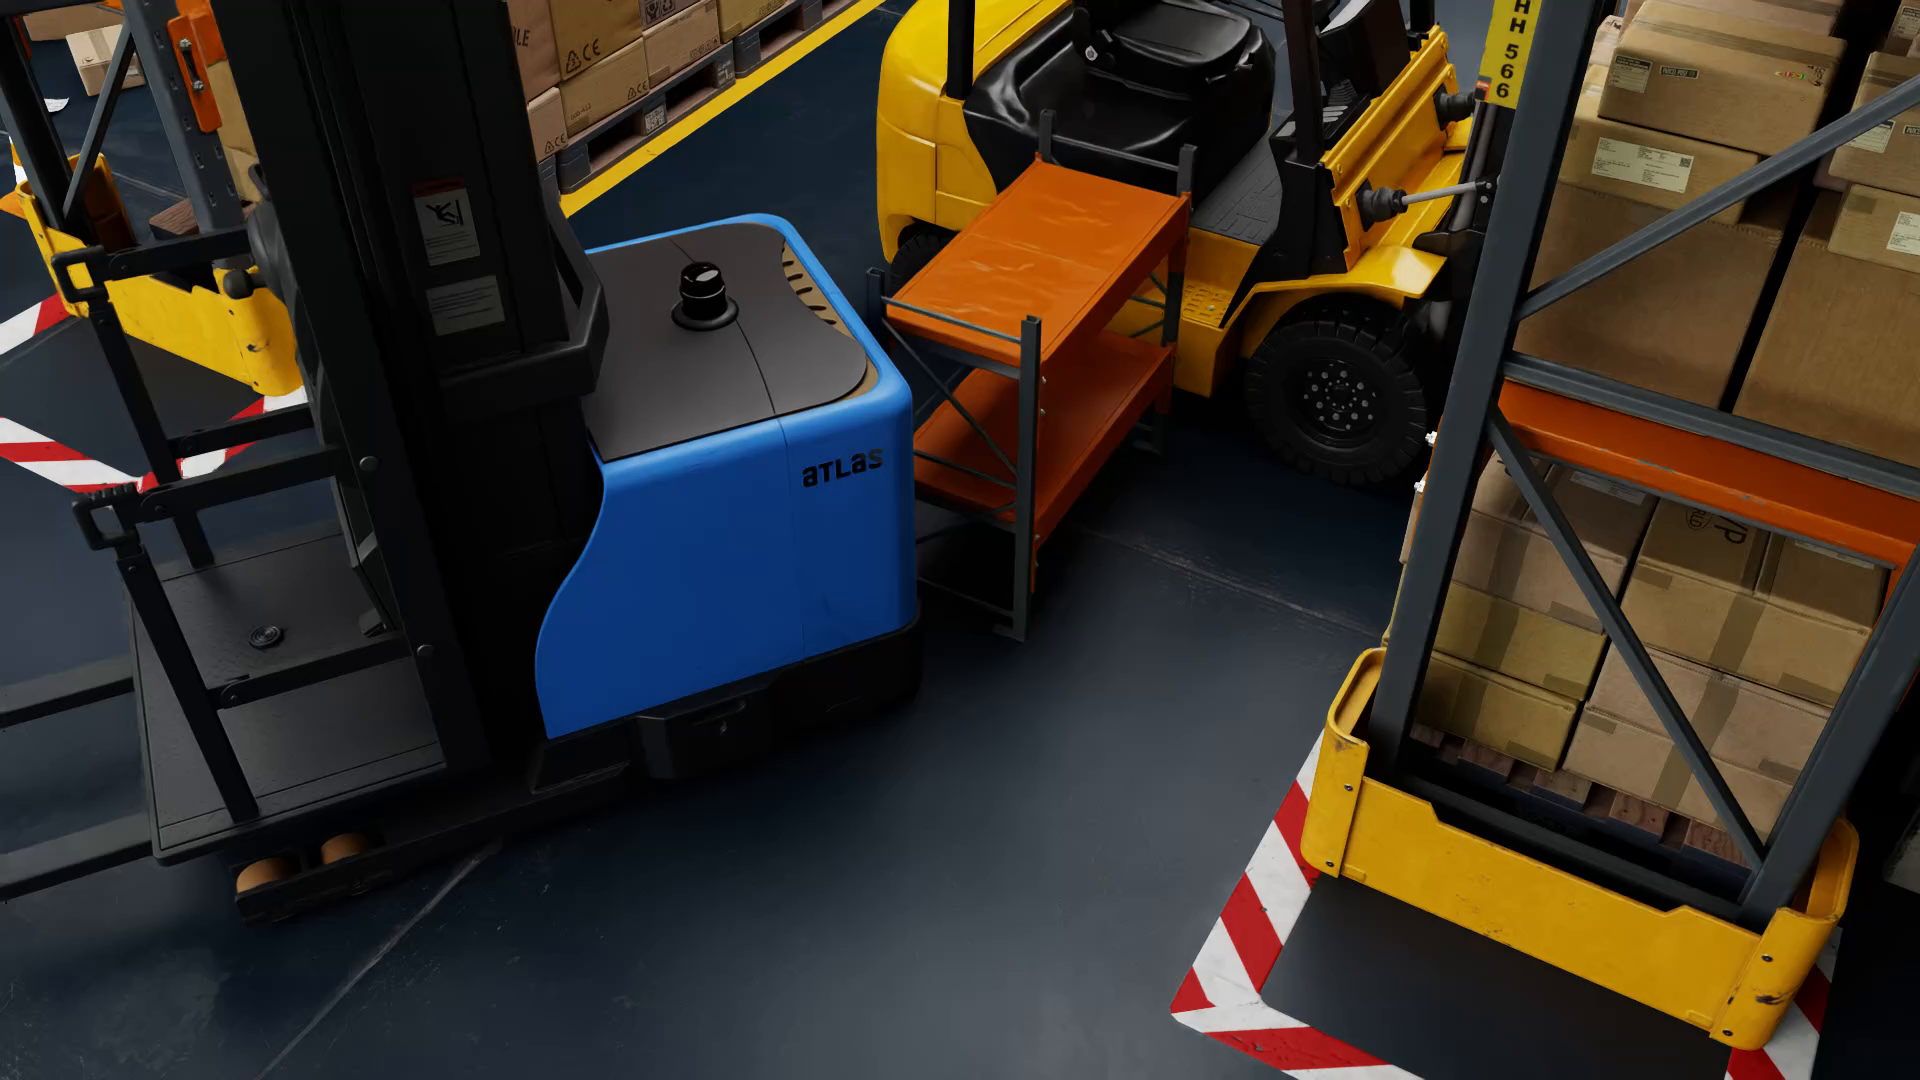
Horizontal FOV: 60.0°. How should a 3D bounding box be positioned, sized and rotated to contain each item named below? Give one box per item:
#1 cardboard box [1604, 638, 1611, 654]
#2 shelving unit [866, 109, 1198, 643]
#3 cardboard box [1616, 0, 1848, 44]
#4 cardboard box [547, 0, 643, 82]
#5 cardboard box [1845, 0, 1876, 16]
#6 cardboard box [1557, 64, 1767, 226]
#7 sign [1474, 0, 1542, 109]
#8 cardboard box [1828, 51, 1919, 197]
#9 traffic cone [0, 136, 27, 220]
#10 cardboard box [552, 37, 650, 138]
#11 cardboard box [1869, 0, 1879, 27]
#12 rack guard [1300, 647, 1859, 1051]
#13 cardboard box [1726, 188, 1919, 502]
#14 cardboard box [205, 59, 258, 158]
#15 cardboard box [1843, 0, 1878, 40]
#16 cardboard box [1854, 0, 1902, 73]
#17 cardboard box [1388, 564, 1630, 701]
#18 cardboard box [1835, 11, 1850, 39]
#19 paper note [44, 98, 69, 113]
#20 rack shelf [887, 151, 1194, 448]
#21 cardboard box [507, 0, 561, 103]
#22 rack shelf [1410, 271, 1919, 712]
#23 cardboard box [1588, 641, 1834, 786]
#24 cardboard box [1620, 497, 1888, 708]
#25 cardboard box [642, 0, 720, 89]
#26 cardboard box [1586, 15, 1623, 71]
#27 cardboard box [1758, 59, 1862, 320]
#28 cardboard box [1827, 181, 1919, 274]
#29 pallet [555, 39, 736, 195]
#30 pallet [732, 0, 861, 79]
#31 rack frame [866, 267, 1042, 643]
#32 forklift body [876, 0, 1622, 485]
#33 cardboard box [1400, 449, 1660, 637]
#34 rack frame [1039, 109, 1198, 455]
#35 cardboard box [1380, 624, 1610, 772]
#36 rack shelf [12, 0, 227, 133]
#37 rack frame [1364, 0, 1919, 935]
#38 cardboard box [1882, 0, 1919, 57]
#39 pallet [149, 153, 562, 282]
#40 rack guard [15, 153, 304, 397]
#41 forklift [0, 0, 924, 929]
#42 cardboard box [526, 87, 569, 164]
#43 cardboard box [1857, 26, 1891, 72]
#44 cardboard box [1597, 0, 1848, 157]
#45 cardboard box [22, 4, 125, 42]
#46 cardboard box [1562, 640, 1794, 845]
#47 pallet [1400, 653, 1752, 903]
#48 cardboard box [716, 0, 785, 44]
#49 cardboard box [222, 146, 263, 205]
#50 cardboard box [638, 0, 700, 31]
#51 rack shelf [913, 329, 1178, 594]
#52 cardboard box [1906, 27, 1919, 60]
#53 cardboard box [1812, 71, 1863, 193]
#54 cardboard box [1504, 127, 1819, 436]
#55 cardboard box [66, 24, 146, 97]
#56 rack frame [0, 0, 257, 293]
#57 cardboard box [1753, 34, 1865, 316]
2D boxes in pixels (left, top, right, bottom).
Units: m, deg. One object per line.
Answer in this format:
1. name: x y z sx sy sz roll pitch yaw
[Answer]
1. cardboard box: 1.685 0.000 4.743 0.500 0.250 0.500 21 45 22
2. shelving unit: 0.223 -0.501 4.967 0.538 1.125 1.048 20 45 21
3. cardboard box: 1.559 -1.038 3.368 0.380 0.149 0.250 21 46 22
4. cardboard box: -1.663 -2.235 6.714 0.500 0.500 0.500 22 46 23
5. cardboard box: 1.856 -1.315 3.682 0.380 0.149 0.250 21 46 22
6. cardboard box: 1.397 -0.792 3.313 0.380 0.149 0.250 22 46 23
7. sign: 1.003 -0.930 2.982 0.100 0.325 0.005 21 45 22
8. cardboard box: 1.819 -0.734 3.022 0.380 0.149 0.250 20 45 21
9. traffic cone: -3.735 -1.580 6.694 0.336 0.463 0.334 21 45 22
10. cardboard box: -1.666 -1.961 6.970 0.500 0.250 0.500 24 47 25
11. cardboard box: 2.521 -1.785 4.931 0.500 0.500 0.500 20 45 22
12. rack guard: 1.454 0.732 4.040 1.175 0.500 0.348 21 45 22
13. cardboard box: 1.954 -0.449 3.414 0.500 0.500 0.500 22 46 23
14. cardboard box: -2.658 -1.811 6.232 0.500 0.500 0.500 21 46 22
15. cardboard box: 2.009 -1.213 4.282 0.500 0.500 0.500 20 45 21
16. cardboard box: 2.444 -1.043 4.090 0.500 0.500 0.500 20 45 22
17. cardboard box: 1.439 0.085 4.268 0.500 0.250 0.500 20 45 22
18. cardboard box: 1.816 -1.214 3.792 0.380 0.149 0.250 21 45 22
19. paper note: -4.084 -1.944 7.434 0.148 0.019 0.142 7 42 8
20. rack shelf: 0.223 -0.720 4.774 0.538 0.278 1.000 20 45 21
21. cardboard box: -1.921 -1.951 6.391 0.500 0.500 0.500 19 45 21
22. rack shelf: 2.467 -1.094 4.767 1.077 0.370 4.000 21 45 22
23. cardboard box: 1.881 0.267 4.062 0.500 0.250 0.500 22 46 23
24. cardboard box: 1.870 0.067 3.910 0.500 0.250 0.500 20 45 21
25. cardboard box: -1.411 -2.249 7.297 0.500 0.250 0.500 22 46 23
26. cardboard box: 1.499 -0.948 3.490 0.380 0.149 0.250 22 46 23
27. cardboard box: 2.196 -0.754 3.761 0.500 0.500 0.500 22 46 23
28. cardboard box: 1.860 -0.609 3.105 0.380 0.149 0.250 20 45 21
29. pallet: -1.747 -2.005 7.367 1.003 0.211 1.213 21 45 22
30. pallet: -1.137 -2.705 8.162 1.003 0.211 1.213 21 45 22
31. rack frame: -0.020 -0.206 4.633 0.500 1.125 0.032 20 45 21
32. forklift body: 0.835 -1.589 5.427 2.313 2.155 1.214 21 45 22
33. cardboard box: 1.426 -0.087 4.086 0.500 0.250 0.500 22 46 23
34. rack frame: 0.467 -0.795 5.302 0.500 1.125 0.032 20 45 21
35. cardboard box: 1.428 0.281 4.424 0.500 0.250 0.500 21 46 22
36. rack shelf: -1.833 -2.733 6.629 1.077 0.370 4.000 21 45 22
37. rack frame: 1.466 -0.220 3.230 1.000 3.000 0.127 21 45 22
38. cardboard box: 2.099 -1.028 3.356 0.380 0.149 0.250 22 46 23
39. pallet: -2.358 -1.309 6.577 1.003 0.211 1.213 21 45 22
40. rack guard: -2.795 -0.964 5.967 1.175 0.500 0.348 21 45 22
41. forklift: -1.665 -0.544 3.650 3.031 2.935 1.130 -17 44 -18
42. cardboard box: -1.928 -1.644 6.610 0.500 0.250 0.500 23 46 24
43. cardboard box: 2.061 -0.914 3.452 0.380 0.149 0.250 20 45 21
44. cardboard box: 1.463 -0.887 3.196 0.380 0.149 0.250 21 46 22
45. cardboard box: -4.146 -2.765 8.008 0.797 0.503 0.637 -7 42 -7
46. cardboard box: 1.881 0.438 4.245 0.500 0.250 0.500 21 46 22
47. pallet: 1.812 0.375 4.664 1.003 0.211 1.213 21 45 22
48. cardboard box: -1.153 -2.538 7.625 0.500 0.250 0.500 20 45 21
49. cardboard box: -2.650 -1.550 6.503 0.500 0.250 0.500 21 45 22
50. cardboard box: -1.403 -2.544 7.064 0.500 0.500 0.500 23 46 24
51. rack shelf: 0.223 -0.317 5.129 0.538 0.278 1.000 20 45 21
52. cardboard box: 2.006 -0.865 3.171 0.380 0.149 0.250 22 46 23
53. cardboard box: 1.929 -0.771 3.290 0.380 0.149 0.250 21 45 22
54. cardboard box: 1.485 -0.626 3.615 0.500 0.500 0.500 20 45 21
55. cardboard box: -3.927 -2.207 7.643 0.250 0.149 0.380 -21 45 -22
56. rack frame: -2.833 -1.859 5.091 1.000 3.000 0.127 21 45 22
57. cardboard box: 1.753 -0.919 3.949 0.500 0.500 0.500 22 46 23
